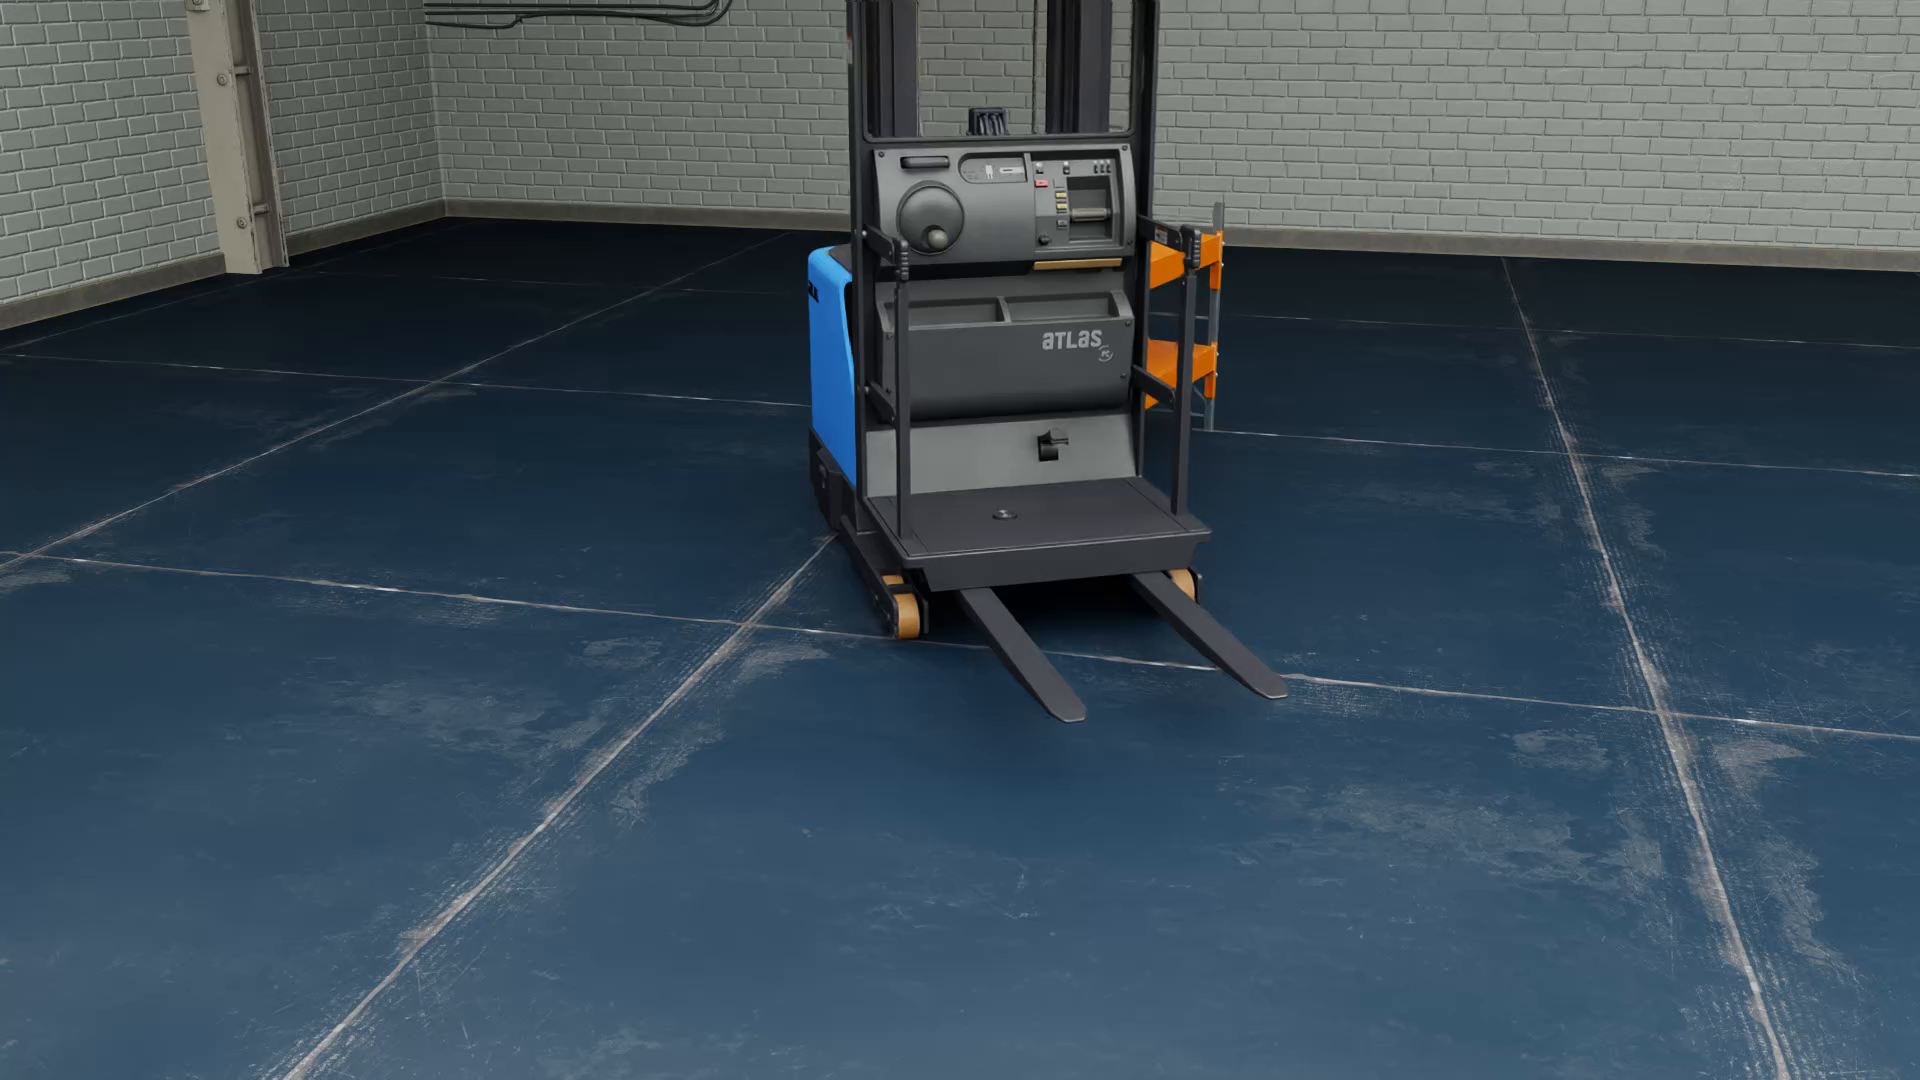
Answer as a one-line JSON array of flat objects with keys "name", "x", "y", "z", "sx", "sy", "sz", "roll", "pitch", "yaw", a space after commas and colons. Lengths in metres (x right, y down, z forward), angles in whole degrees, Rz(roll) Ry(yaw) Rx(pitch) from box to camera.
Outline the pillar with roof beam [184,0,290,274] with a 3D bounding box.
[{"name": "pillar with roof beam", "x": -1.234, "y": -6.002, "z": 10.339, "sx": 9.100, "sy": 9.000, "sz": 0.400, "roll": 5, "pitch": 19, "yaw": 13}]

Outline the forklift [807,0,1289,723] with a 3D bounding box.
[{"name": "forklift", "x": 0.220, "y": -1.180, "z": 5.608, "sx": 1.130, "sy": 2.935, "sz": 3.031, "roll": -5, "pitch": 19, "yaw": -14}]

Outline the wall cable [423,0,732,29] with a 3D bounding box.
[{"name": "wall cable", "x": -3.407, "y": -5.692, "z": 14.234, "sx": 3.097, "sy": 2.526, "sz": 0.112, "roll": 5, "pitch": 19, "yaw": 13}]

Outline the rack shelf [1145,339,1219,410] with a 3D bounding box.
[{"name": "rack shelf", "x": 0.793, "y": -0.731, "z": 7.845, "sx": 0.538, "sy": 0.278, "sz": 1.000, "roll": 10, "pitch": 21, "yaw": 27}]

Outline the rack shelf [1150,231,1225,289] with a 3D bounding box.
[{"name": "rack shelf", "x": 0.793, "y": -1.240, "z": 7.671, "sx": 0.538, "sy": 0.278, "sz": 1.000, "roll": 10, "pitch": 21, "yaw": 27}]

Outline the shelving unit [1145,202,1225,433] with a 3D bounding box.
[{"name": "shelving unit", "x": 0.793, "y": -0.963, "z": 7.765, "sx": 0.538, "sy": 1.125, "sz": 1.048, "roll": 10, "pitch": 21, "yaw": 27}]

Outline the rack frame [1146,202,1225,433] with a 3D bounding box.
[{"name": "rack frame", "x": 1.033, "y": -1.107, "z": 8.189, "sx": 0.500, "sy": 1.125, "sz": 0.032, "roll": 10, "pitch": 21, "yaw": 27}]
